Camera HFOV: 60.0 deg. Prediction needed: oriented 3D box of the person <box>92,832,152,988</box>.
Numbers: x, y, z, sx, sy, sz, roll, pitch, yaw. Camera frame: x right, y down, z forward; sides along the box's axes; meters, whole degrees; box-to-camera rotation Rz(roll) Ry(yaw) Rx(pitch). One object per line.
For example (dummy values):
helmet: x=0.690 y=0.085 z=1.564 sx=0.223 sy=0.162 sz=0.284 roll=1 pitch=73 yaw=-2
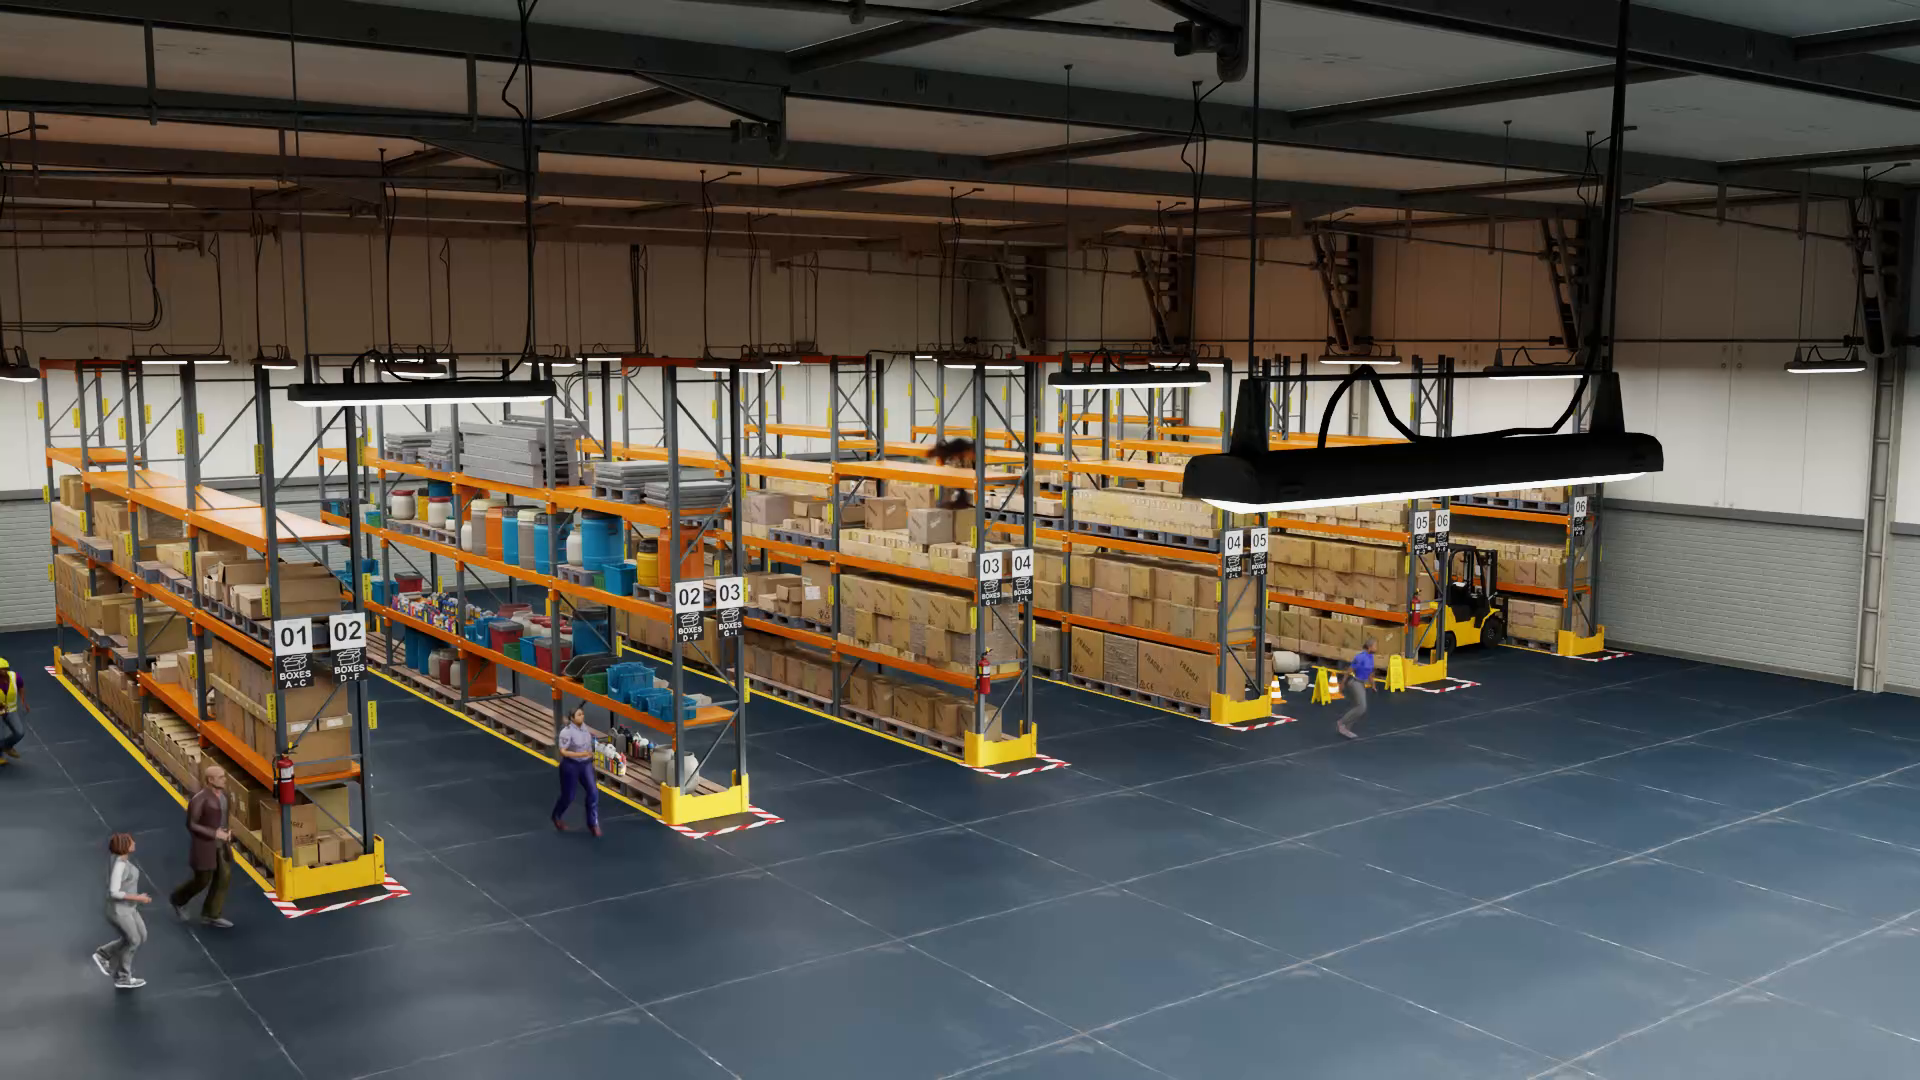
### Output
person: x=-8.186 y=3.626 z=16.223 sx=0.578 sy=1.570 sz=0.529 roll=-3 pitch=7 yaw=-21

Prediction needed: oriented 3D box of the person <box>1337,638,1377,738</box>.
person: x=6.347 y=2.368 z=26.553 sx=0.548 sy=1.602 sz=0.598 roll=4 pitch=8 yaw=31

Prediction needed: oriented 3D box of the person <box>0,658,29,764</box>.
person: x=-14.214 y=2.553 z=24.736 sx=0.770 sy=1.651 sz=0.716 roll=6 pitch=9 yaw=40

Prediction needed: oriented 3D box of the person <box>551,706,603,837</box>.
person: x=-4.947 y=2.973 z=21.346 sx=0.795 sy=1.724 sz=0.595 roll=5 pitch=8 yaw=35

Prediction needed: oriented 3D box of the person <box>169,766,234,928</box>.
person: x=-8.253 y=3.356 z=18.094 sx=0.818 sy=1.668 sz=0.705 roll=2 pitch=7 yaw=18
